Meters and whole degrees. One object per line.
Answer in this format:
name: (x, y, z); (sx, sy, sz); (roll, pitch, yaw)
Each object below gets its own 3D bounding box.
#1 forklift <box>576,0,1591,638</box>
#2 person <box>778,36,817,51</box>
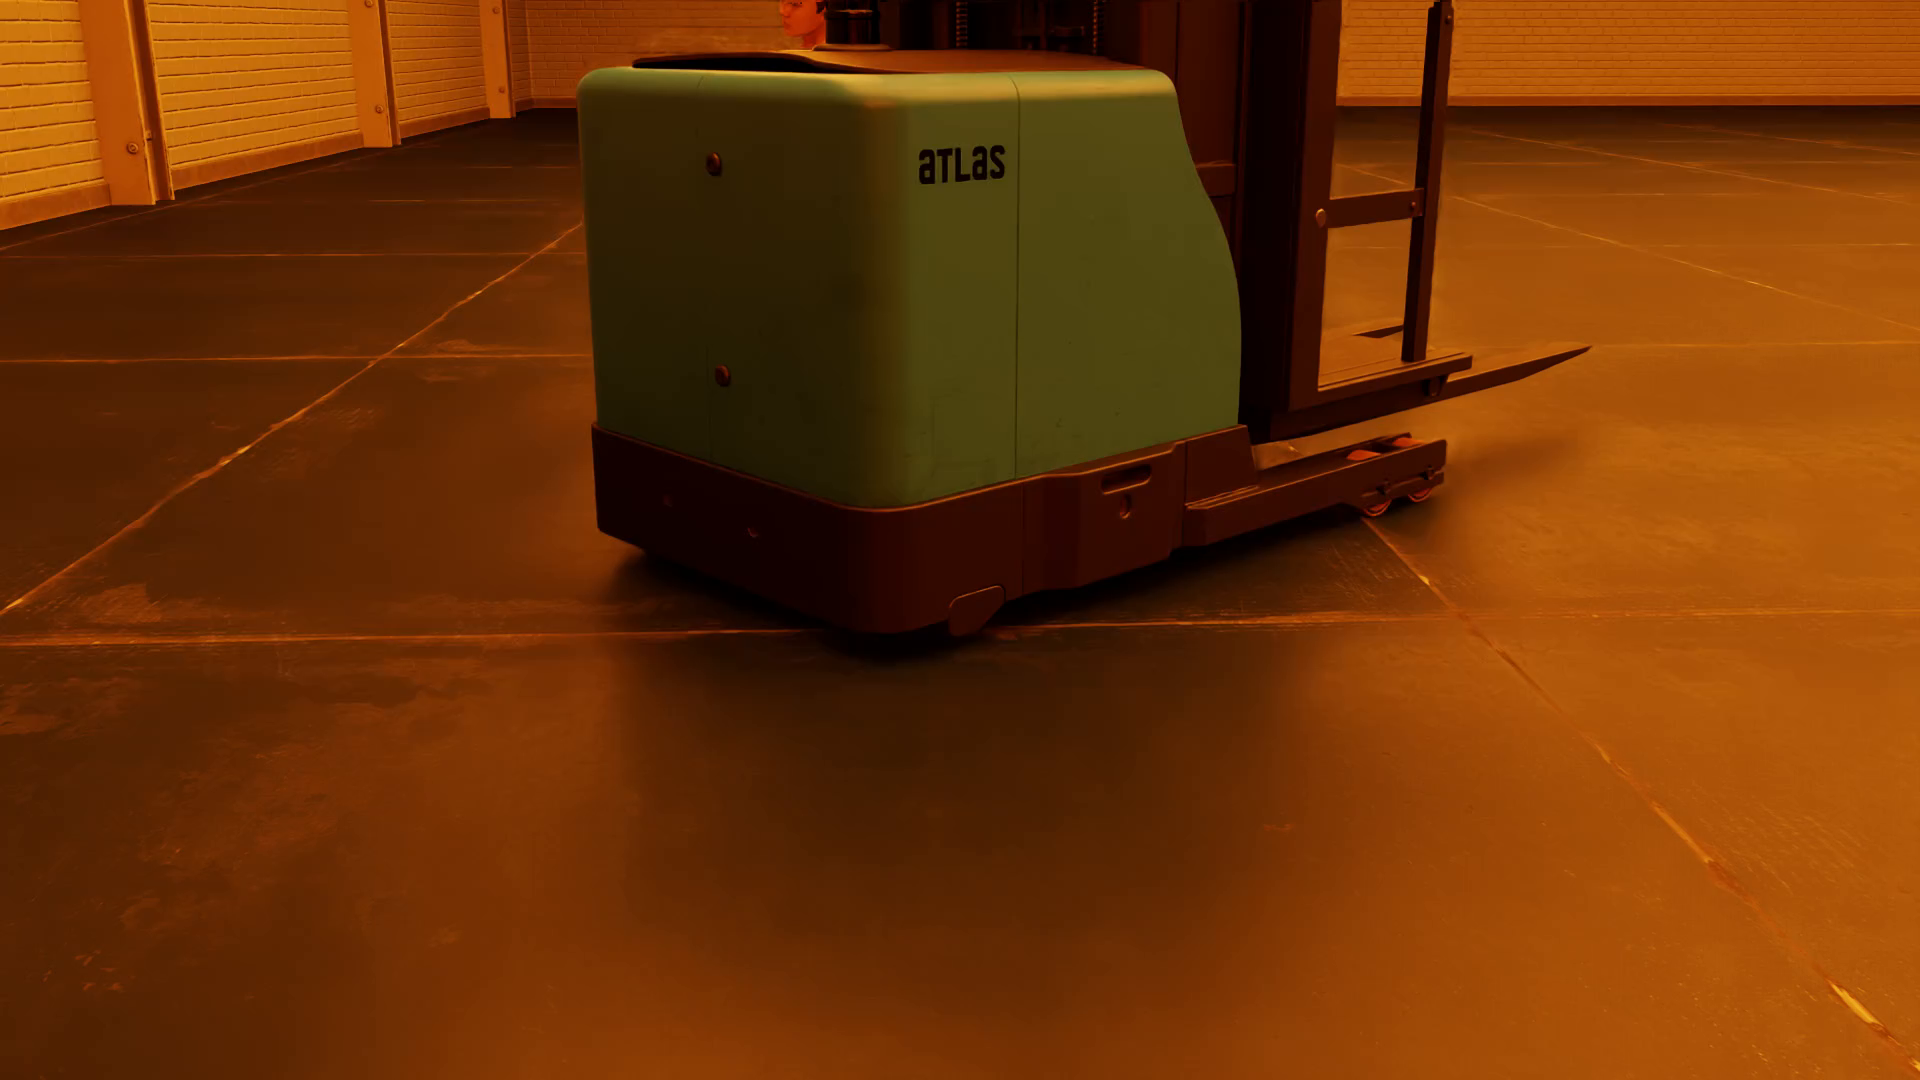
forklift: (0.602, -1.558, 4.000); (3.031, 2.935, 1.130); (-15, 23, -40)
person: (-0.648, -1.184, 5.451); (0.823, 1.217, 0.535); (13, 21, 37)
